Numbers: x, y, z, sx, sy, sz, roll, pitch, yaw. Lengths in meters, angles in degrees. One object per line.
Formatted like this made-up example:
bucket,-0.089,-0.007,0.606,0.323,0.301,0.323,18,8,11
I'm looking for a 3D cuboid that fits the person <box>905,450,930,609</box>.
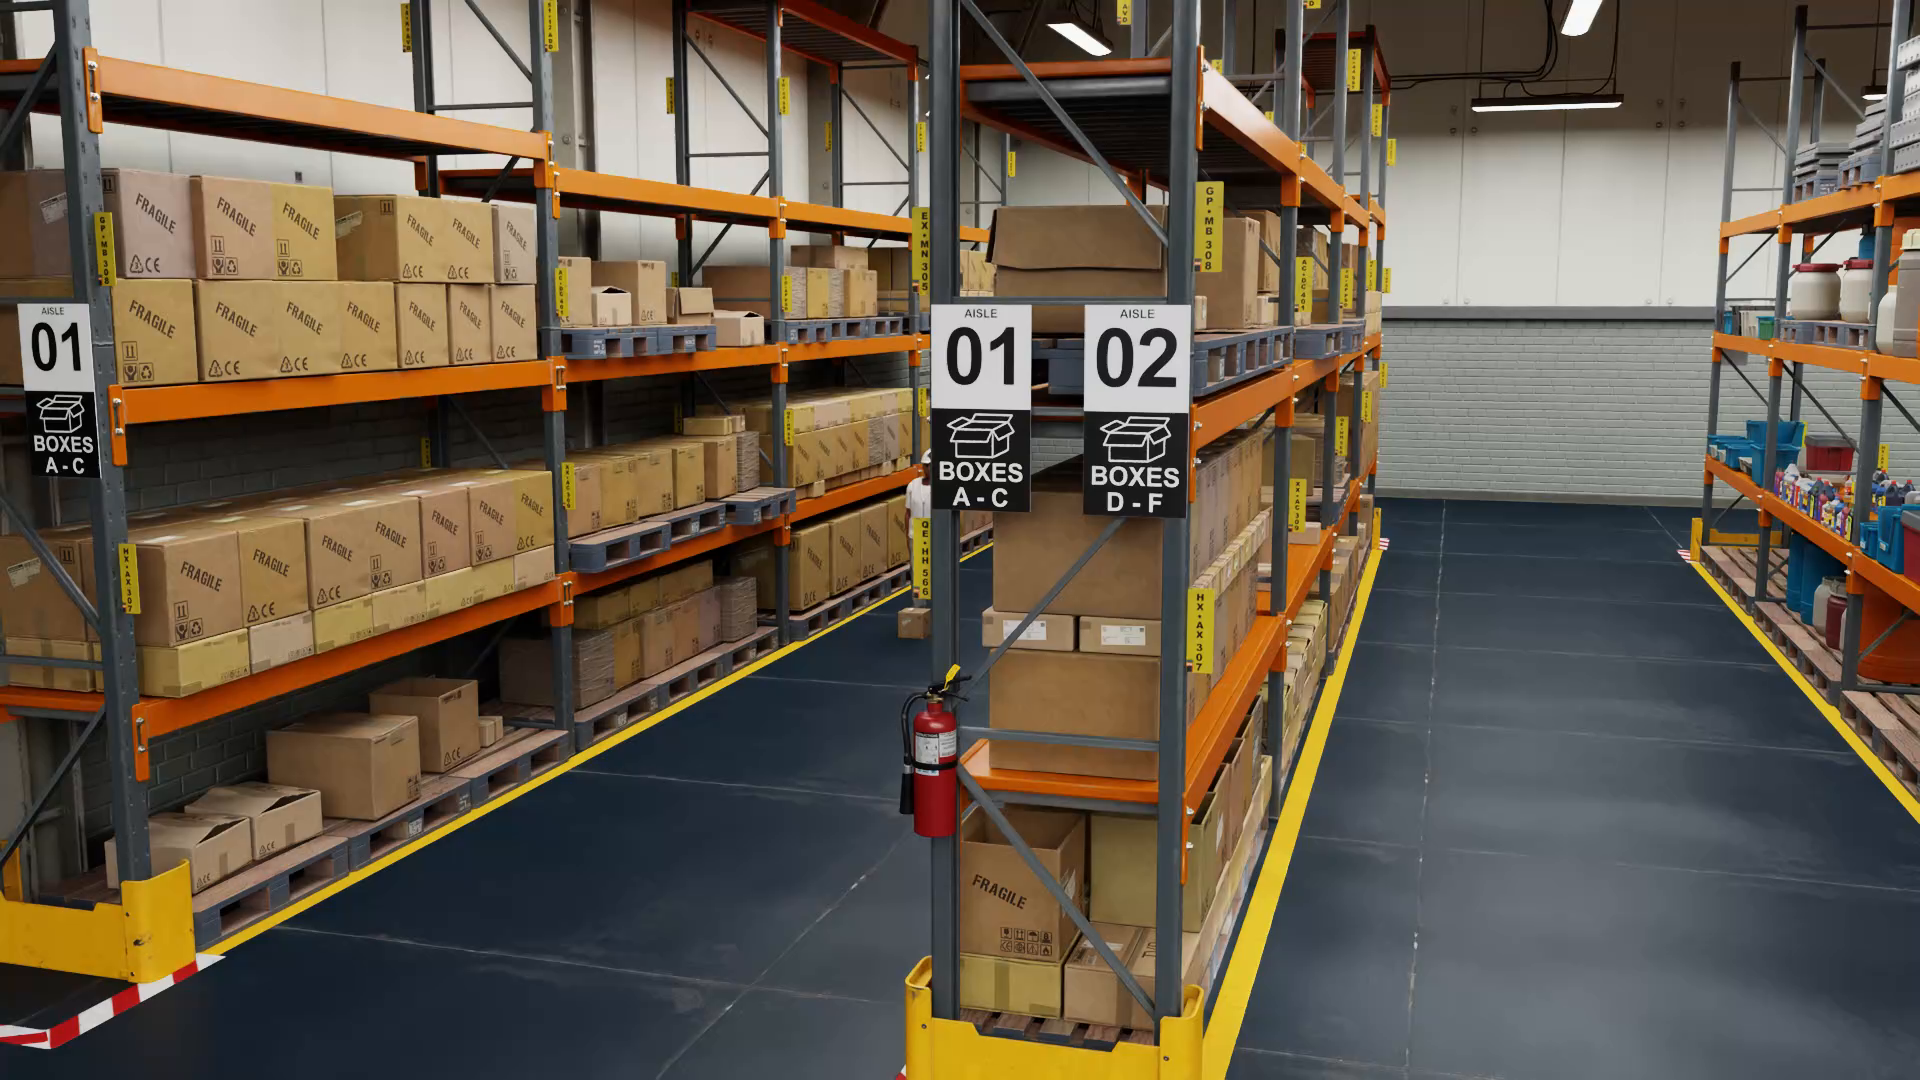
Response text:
person,-0.288,-0.009,16.344,0.562,1.764,0.365,3,9,18
